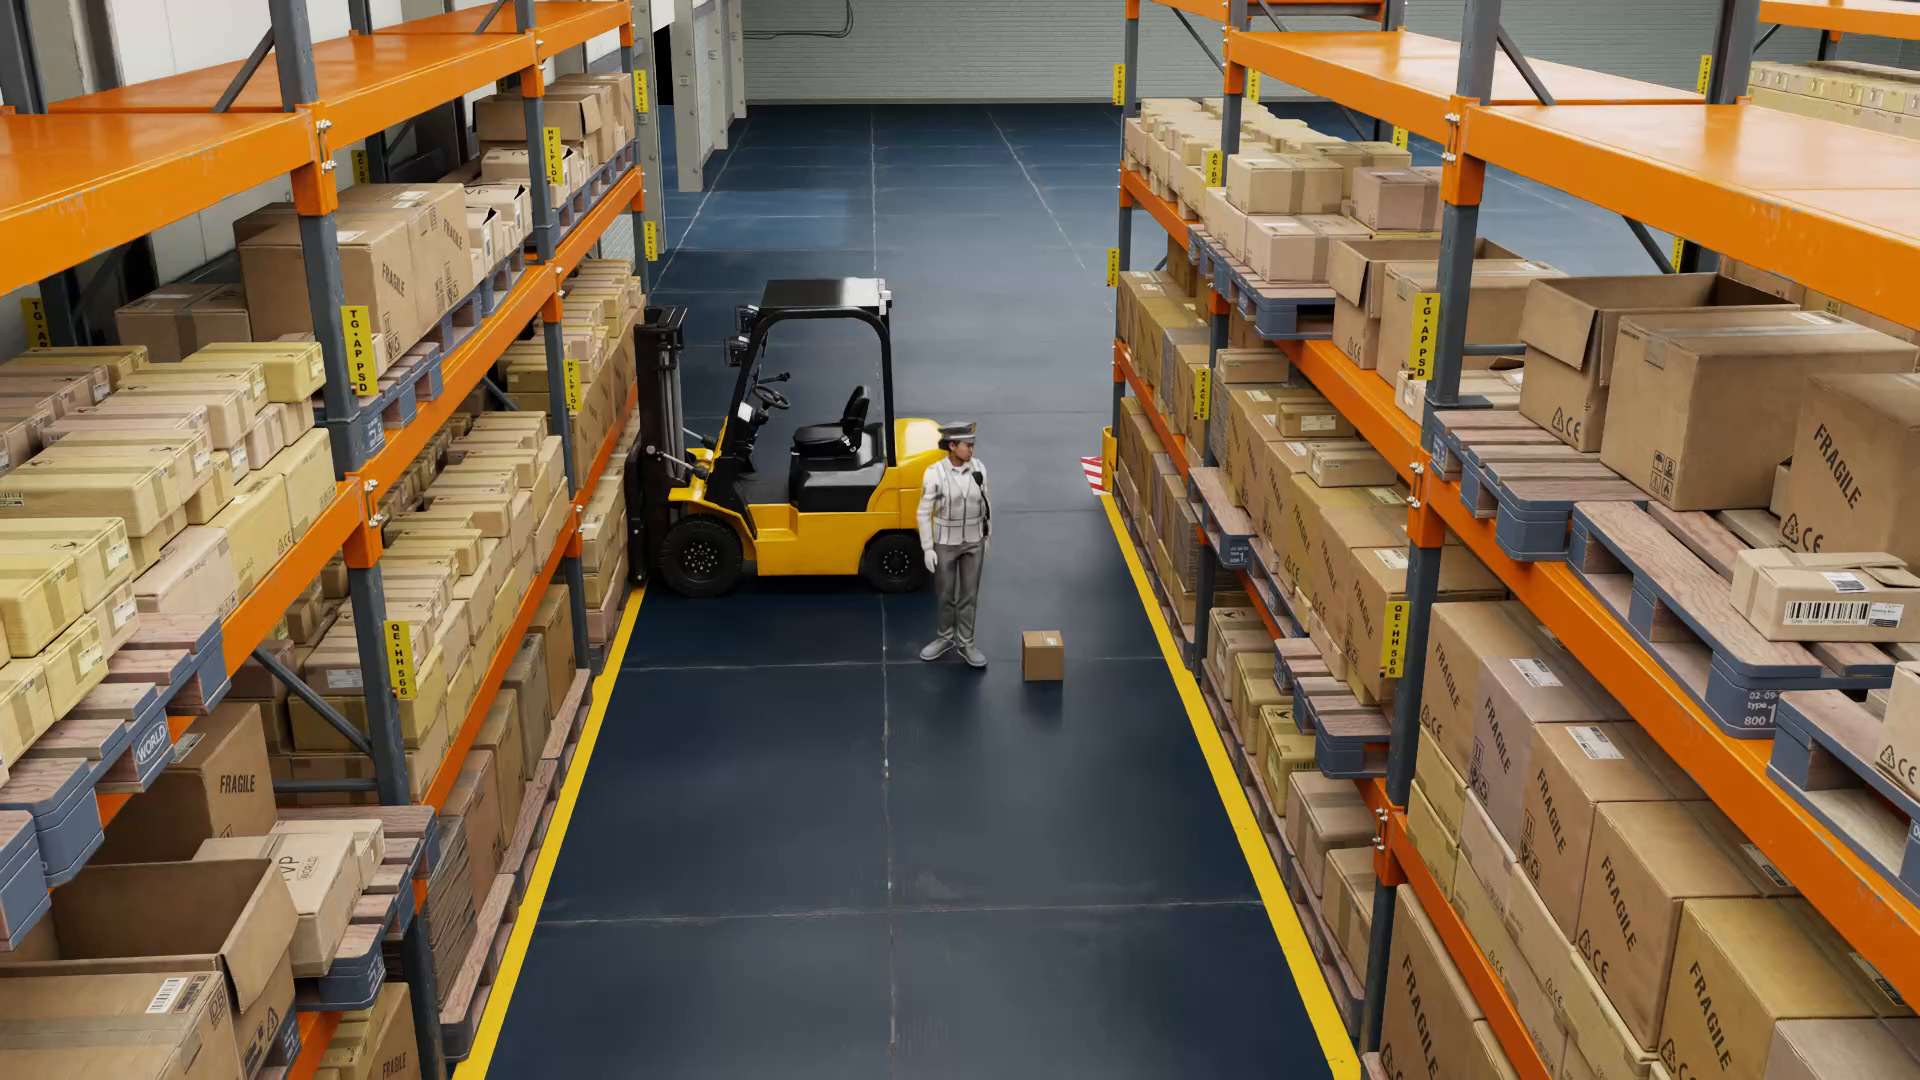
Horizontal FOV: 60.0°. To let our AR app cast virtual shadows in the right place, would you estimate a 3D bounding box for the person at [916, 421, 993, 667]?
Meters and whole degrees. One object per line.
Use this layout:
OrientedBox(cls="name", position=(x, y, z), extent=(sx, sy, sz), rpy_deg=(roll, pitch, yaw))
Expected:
OrientedBox(cls="person", position=(-0.028, 0.020, 10.963), extent=(0.543, 1.680, 0.397), rpy_deg=(-6, 21, -17))
